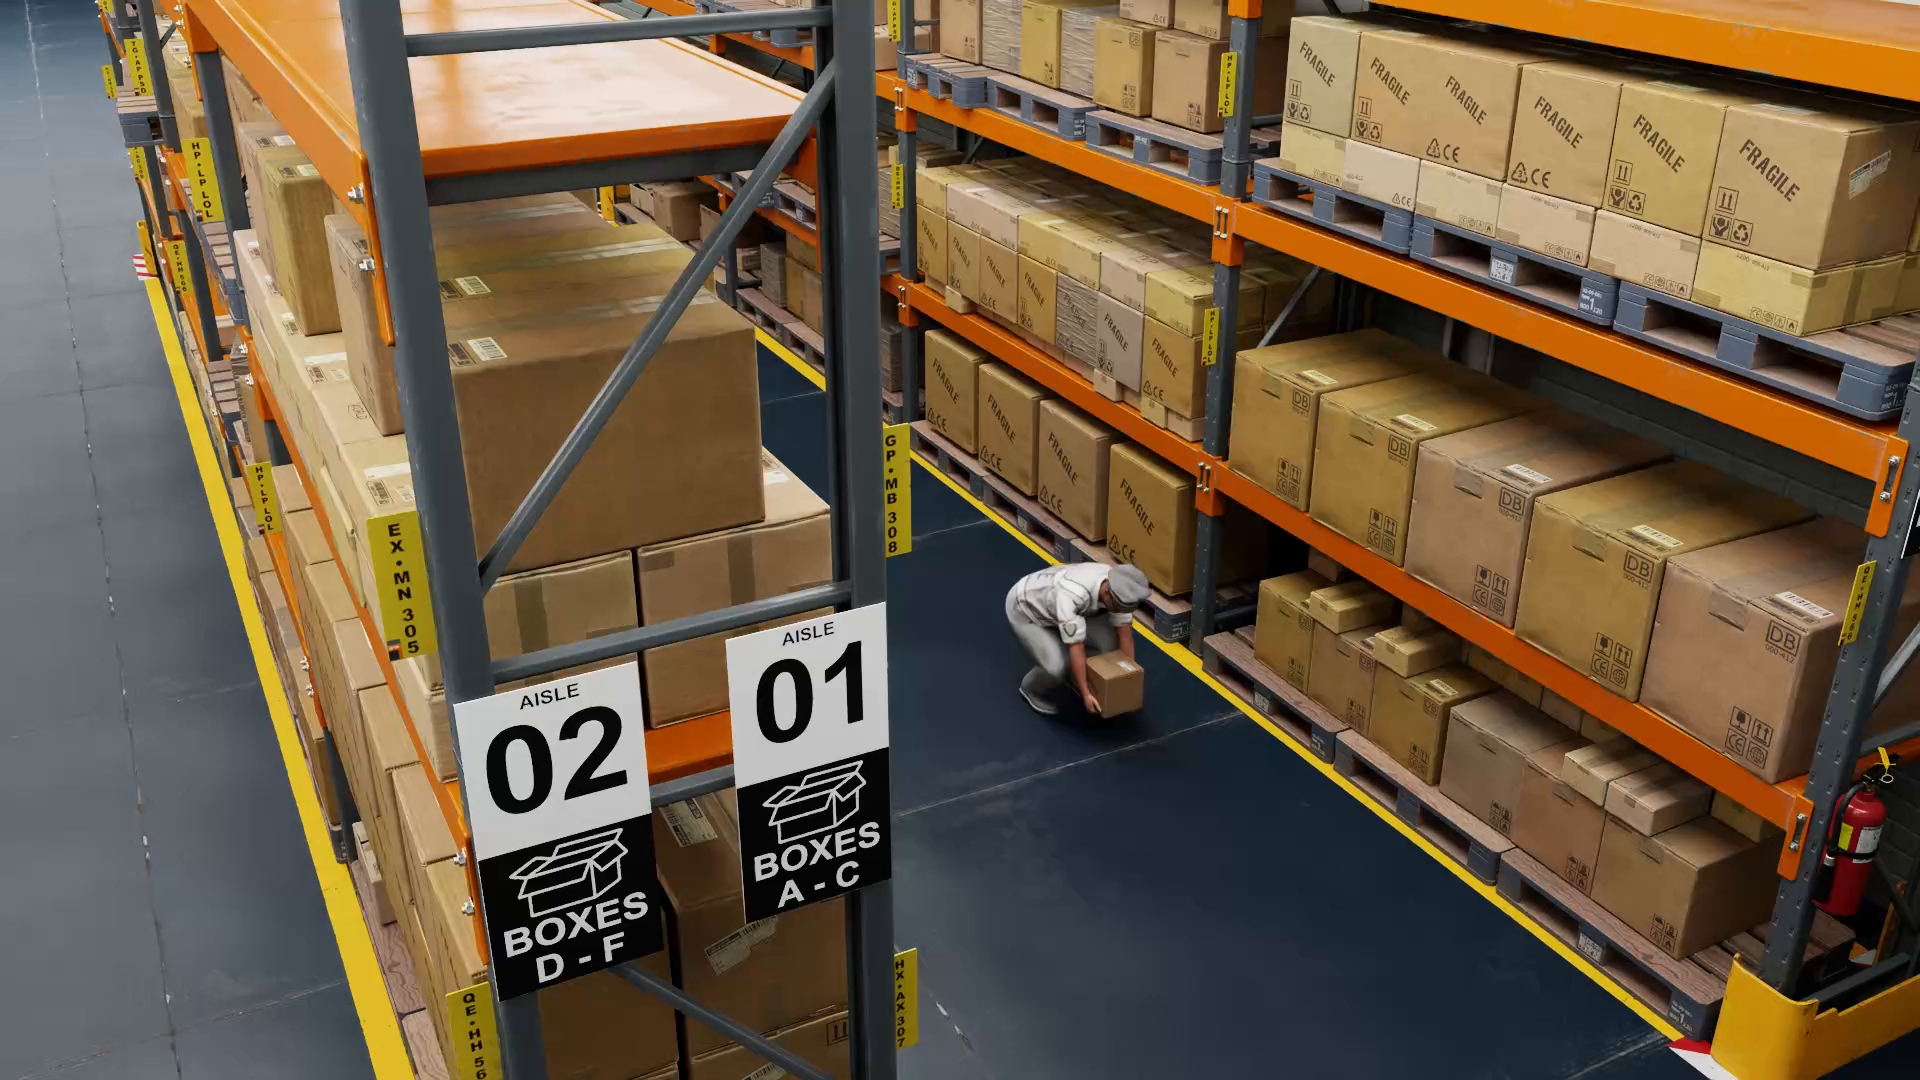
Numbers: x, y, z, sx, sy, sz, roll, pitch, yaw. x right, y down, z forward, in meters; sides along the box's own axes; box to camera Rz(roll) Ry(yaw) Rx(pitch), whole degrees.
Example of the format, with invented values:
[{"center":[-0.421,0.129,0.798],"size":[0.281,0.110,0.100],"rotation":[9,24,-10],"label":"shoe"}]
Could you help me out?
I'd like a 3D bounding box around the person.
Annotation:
[{"center":[0.663,0.509,9.392],"size":[0.529,1.025,0.950],"rotation":[-17,30,-31],"label":"person"}]
